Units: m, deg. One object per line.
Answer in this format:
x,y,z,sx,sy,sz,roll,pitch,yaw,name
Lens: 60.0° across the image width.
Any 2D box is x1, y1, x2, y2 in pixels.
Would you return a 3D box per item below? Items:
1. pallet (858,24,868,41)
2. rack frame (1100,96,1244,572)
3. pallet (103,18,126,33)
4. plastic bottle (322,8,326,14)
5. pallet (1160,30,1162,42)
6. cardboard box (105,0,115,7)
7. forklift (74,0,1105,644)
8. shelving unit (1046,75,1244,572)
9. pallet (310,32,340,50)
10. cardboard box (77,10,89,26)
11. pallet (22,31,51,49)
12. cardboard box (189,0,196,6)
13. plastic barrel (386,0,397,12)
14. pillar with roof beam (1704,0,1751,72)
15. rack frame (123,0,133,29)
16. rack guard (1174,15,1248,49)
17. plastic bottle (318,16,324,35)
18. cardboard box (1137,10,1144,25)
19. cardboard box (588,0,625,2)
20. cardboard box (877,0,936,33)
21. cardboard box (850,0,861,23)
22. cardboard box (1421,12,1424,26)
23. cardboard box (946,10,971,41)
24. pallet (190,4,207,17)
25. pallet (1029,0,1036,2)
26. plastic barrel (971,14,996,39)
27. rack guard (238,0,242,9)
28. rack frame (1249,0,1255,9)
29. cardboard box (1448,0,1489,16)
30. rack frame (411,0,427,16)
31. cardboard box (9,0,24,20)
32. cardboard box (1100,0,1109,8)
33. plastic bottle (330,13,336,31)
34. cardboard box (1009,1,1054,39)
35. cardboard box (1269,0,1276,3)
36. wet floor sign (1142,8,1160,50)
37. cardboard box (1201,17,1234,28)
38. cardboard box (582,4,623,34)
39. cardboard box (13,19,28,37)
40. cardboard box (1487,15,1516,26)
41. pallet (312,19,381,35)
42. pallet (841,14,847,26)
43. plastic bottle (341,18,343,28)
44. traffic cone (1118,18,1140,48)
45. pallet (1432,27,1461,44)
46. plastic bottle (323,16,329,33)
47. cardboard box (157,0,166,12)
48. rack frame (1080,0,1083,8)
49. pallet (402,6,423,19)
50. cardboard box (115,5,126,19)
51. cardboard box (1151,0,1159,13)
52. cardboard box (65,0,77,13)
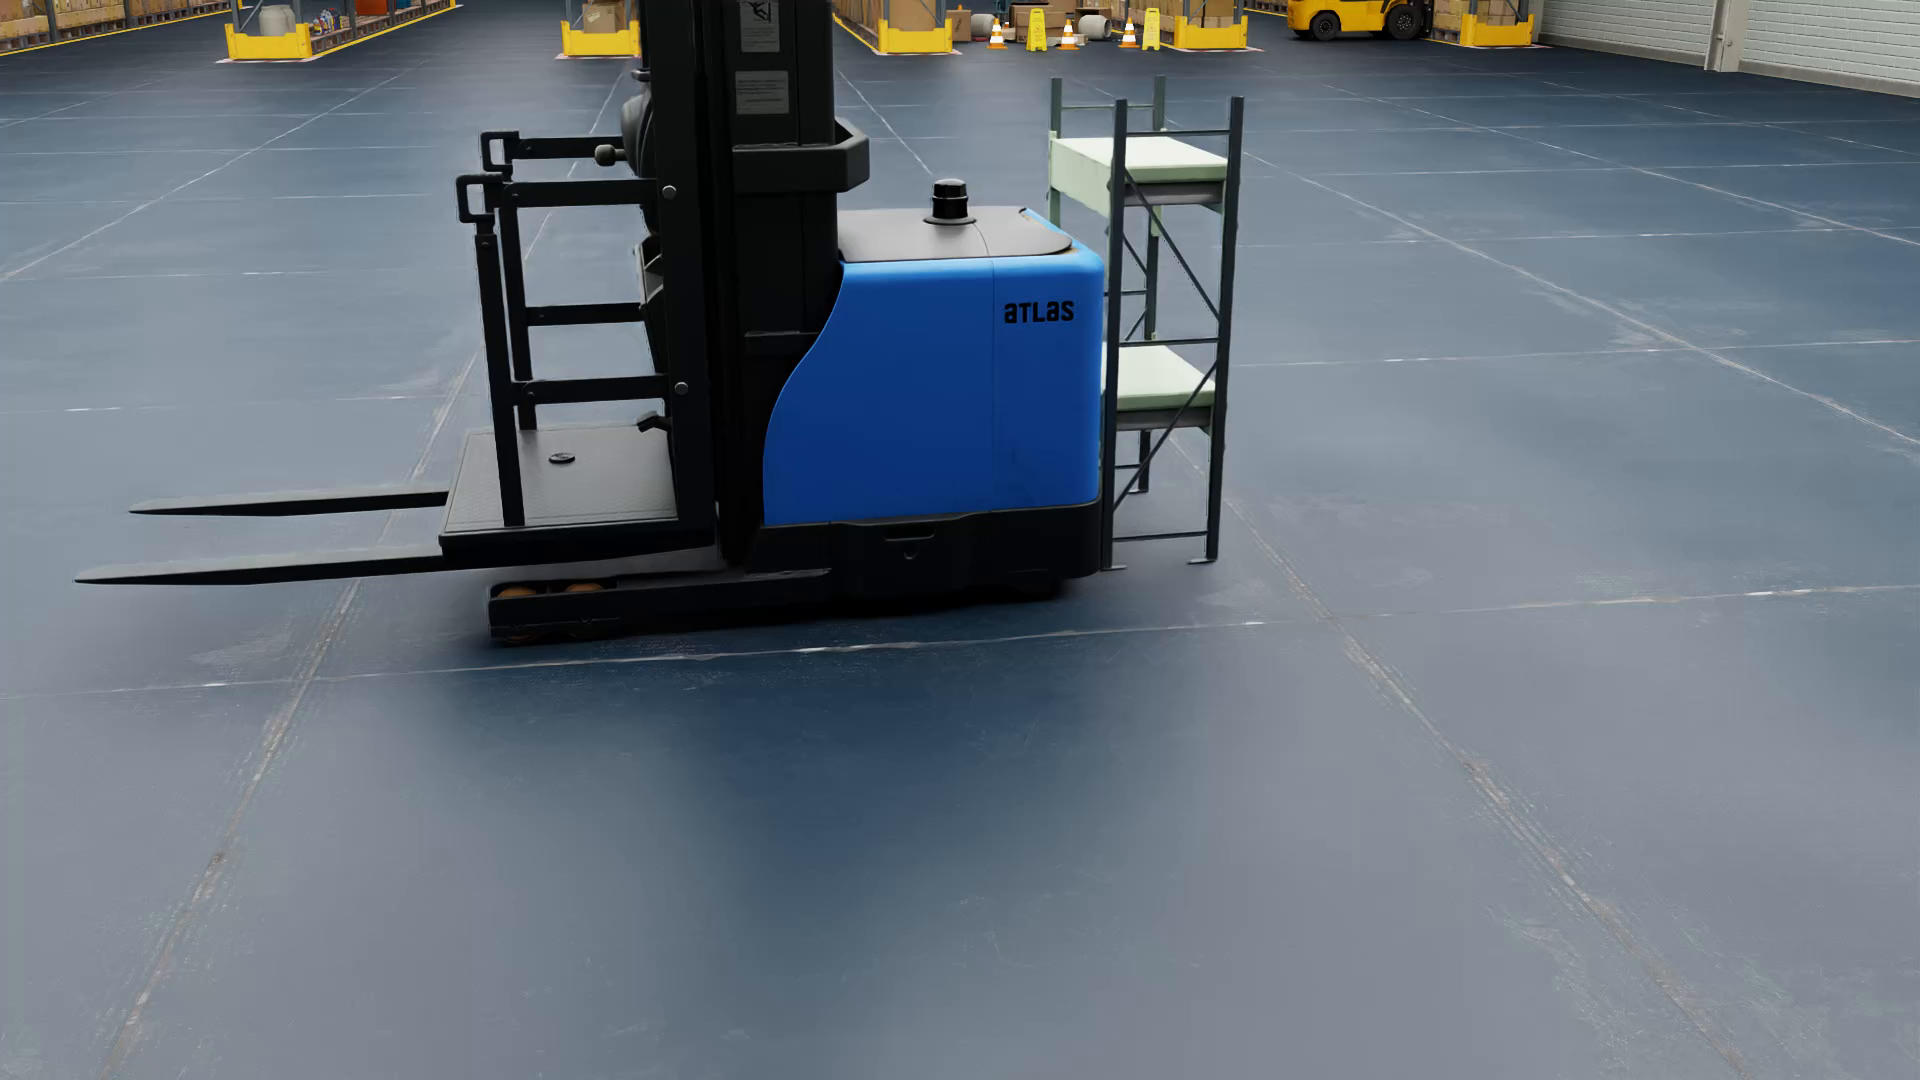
-1.266,-9.085,29.739,1.003,0.211,1.213,-3,21,-8,pallet
0.656,-0.618,5.227,0.400,1.500,0.023,-4,21,-11,rack frame
-16.521,-9.737,31.484,1.003,0.211,1.213,-3,21,-8,pallet
-10.887,-8.943,28.531,0.144,0.351,0.185,-3,21,-8,plastic bottle
3.896,-8.983,29.466,1.003,0.211,1.213,-3,21,-8,pallet
-16.200,-10.153,31.141,0.500,0.311,0.500,-3,21,-9,cardboard box
-1.126,-1.268,4.922,3.031,2.935,1.130,-4,21,-11,forklift
0.580,-0.743,5.562,0.431,1.500,0.755,-4,21,-11,shelving unit
-10.888,-8.229,27.448,1.003,0.211,1.213,-3,21,-8,pallet
-15.987,-9.362,29.825,0.500,0.250,0.500,-4,21,-9,cardboard box
-15.951,-8.361,27.801,1.003,0.211,1.213,-3,21,-8,pallet
-17.024,-11.818,36.284,0.500,0.311,0.500,-3,21,-8,cardboard box
-11.949,-11.205,34.276,0.600,0.588,0.708,-3,21,-8,plastic barrel
6.470,-10.612,21.269,9.100,9.000,0.400,-3,21,-8,pillar with roof beam
-16.601,-11.330,31.764,1.000,3.000,0.127,-3,21,-8,rack frame
4.151,-8.414,27.529,1.175,0.500,0.348,-3,21,-8,rack guard
-10.513,-8.465,27.347,0.061,0.283,0.133,-3,21,-7,plastic bottle
3.491,-9.450,30.060,0.500,0.250,0.500,-2,21,-5,cardboard box
-6.113,-9.131,28.848,0.500,0.500,0.500,4,21,9,cardboard box
-0.885,-8.707,27.177,0.875,0.875,0.875,-3,21,-7,cardboard box
-1.477,-10.012,30.850,1.050,0.750,0.750,-3,21,-8,cardboard box
8.470,-9.390,29.901,0.500,0.250,0.500,-2,21,-6,cardboard box
-0.059,-9.003,29.103,0.500,0.500,0.500,1,20,2,cardboard box
-17.276,-11.646,36.597,1.003,0.211,1.213,-3,21,-8,pallet
2.221,-13.097,40.482,1.003,0.211,1.213,-3,21,-8,pallet
0.383,-9.136,29.573,0.512,0.421,0.421,12,24,30,plastic barrel
-17.743,-12.903,39.547,1.175,0.500,0.348,-3,21,-8,rack guard
7.344,-13.965,38.819,1.000,3.000,0.127,-3,21,-8,rack frame
8.694,-9.106,28.424,0.500,0.250,0.500,-3,21,-8,cardboard box
-12.275,-12.964,36.138,1.000,3.000,0.127,-3,21,-8,rack frame
-15.605,-8.709,27.004,0.500,0.500,0.500,-3,21,-8,cardboard box
3.298,-10.580,32.911,0.950,0.372,0.625,-2,21,-6,cardboard box
-10.652,-8.798,28.239,0.061,0.283,0.133,-2,21,-4,plastic bottle
1.261,-9.256,29.586,0.797,0.637,0.503,-3,21,-8,cardboard box
7.345,-12.455,37.748,0.500,0.500,0.500,-4,21,-9,cardboard box
3.131,-8.336,27.112,0.267,0.644,0.232,4,21,11,wet floor sign
4.319,-8.760,28.214,0.500,0.250,0.500,-3,21,-8,cardboard box
-5.718,-8.301,26.628,0.500,0.500,0.500,1,20,2,cardboard box
-15.592,-8.358,27.137,0.500,0.250,0.500,-3,21,-8,cardboard box
9.196,-8.899,28.584,0.500,0.250,0.500,-3,21,-8,cardboard box
-11.453,-9.581,31.066,1.003,0.211,1.213,-3,21,-8,pallet
-1.836,-10.461,33.422,1.003,0.211,1.213,-3,21,-8,pallet
-10.762,-8.979,28.840,0.097,0.201,0.097,0,20,0,plastic bottle
2.824,-8.454,27.689,0.336,0.463,0.334,-3,21,-8,traffic cone
8.922,-8.766,28.886,1.003,0.211,1.213,-3,21,-8,pallet
-10.592,-8.604,27.735,0.097,0.271,0.097,0,20,0,plastic bottle
-16.613,-11.073,34.019,0.500,0.500,0.500,-4,21,-10,cardboard box
3.009,-12.328,34.437,1.000,3.000,0.127,-3,21,-8,rack frame
-12.205,-11.388,35.905,1.003,0.211,1.213,-3,21,-8,pallet
-16.284,-10.069,31.717,0.500,0.250,0.500,-2,21,-6,cardboard box
3.644,-9.438,28.957,0.500,0.500,0.500,-3,21,-9,cardboard box
-15.904,-9.446,29.247,0.500,0.311,0.500,-3,21,-8,cardboard box
